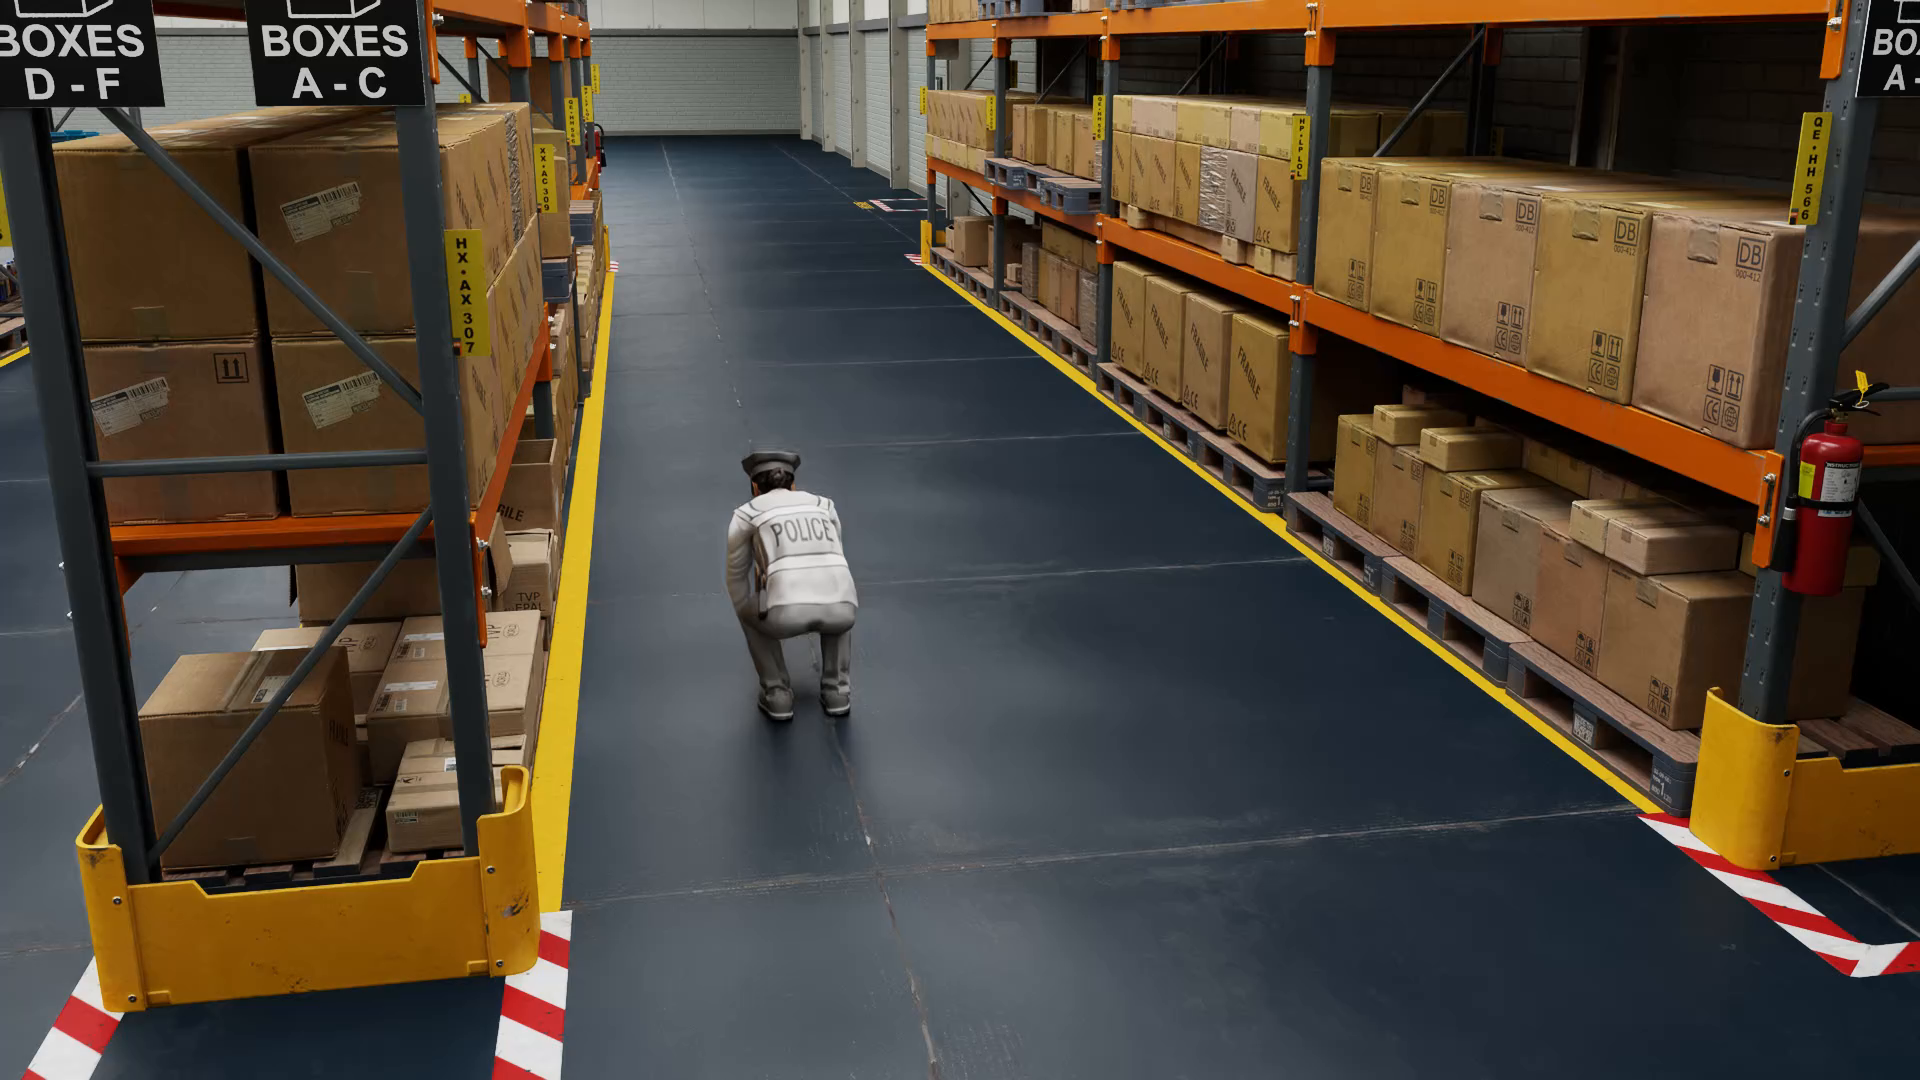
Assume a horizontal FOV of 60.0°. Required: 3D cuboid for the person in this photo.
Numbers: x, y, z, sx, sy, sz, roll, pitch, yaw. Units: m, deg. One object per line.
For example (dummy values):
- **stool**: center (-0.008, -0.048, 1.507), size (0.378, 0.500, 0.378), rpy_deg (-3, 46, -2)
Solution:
- **person**: center (-0.675, 0.173, 6.646), size (0.494, 0.994, 0.819), rpy_deg (-4, 17, -12)
